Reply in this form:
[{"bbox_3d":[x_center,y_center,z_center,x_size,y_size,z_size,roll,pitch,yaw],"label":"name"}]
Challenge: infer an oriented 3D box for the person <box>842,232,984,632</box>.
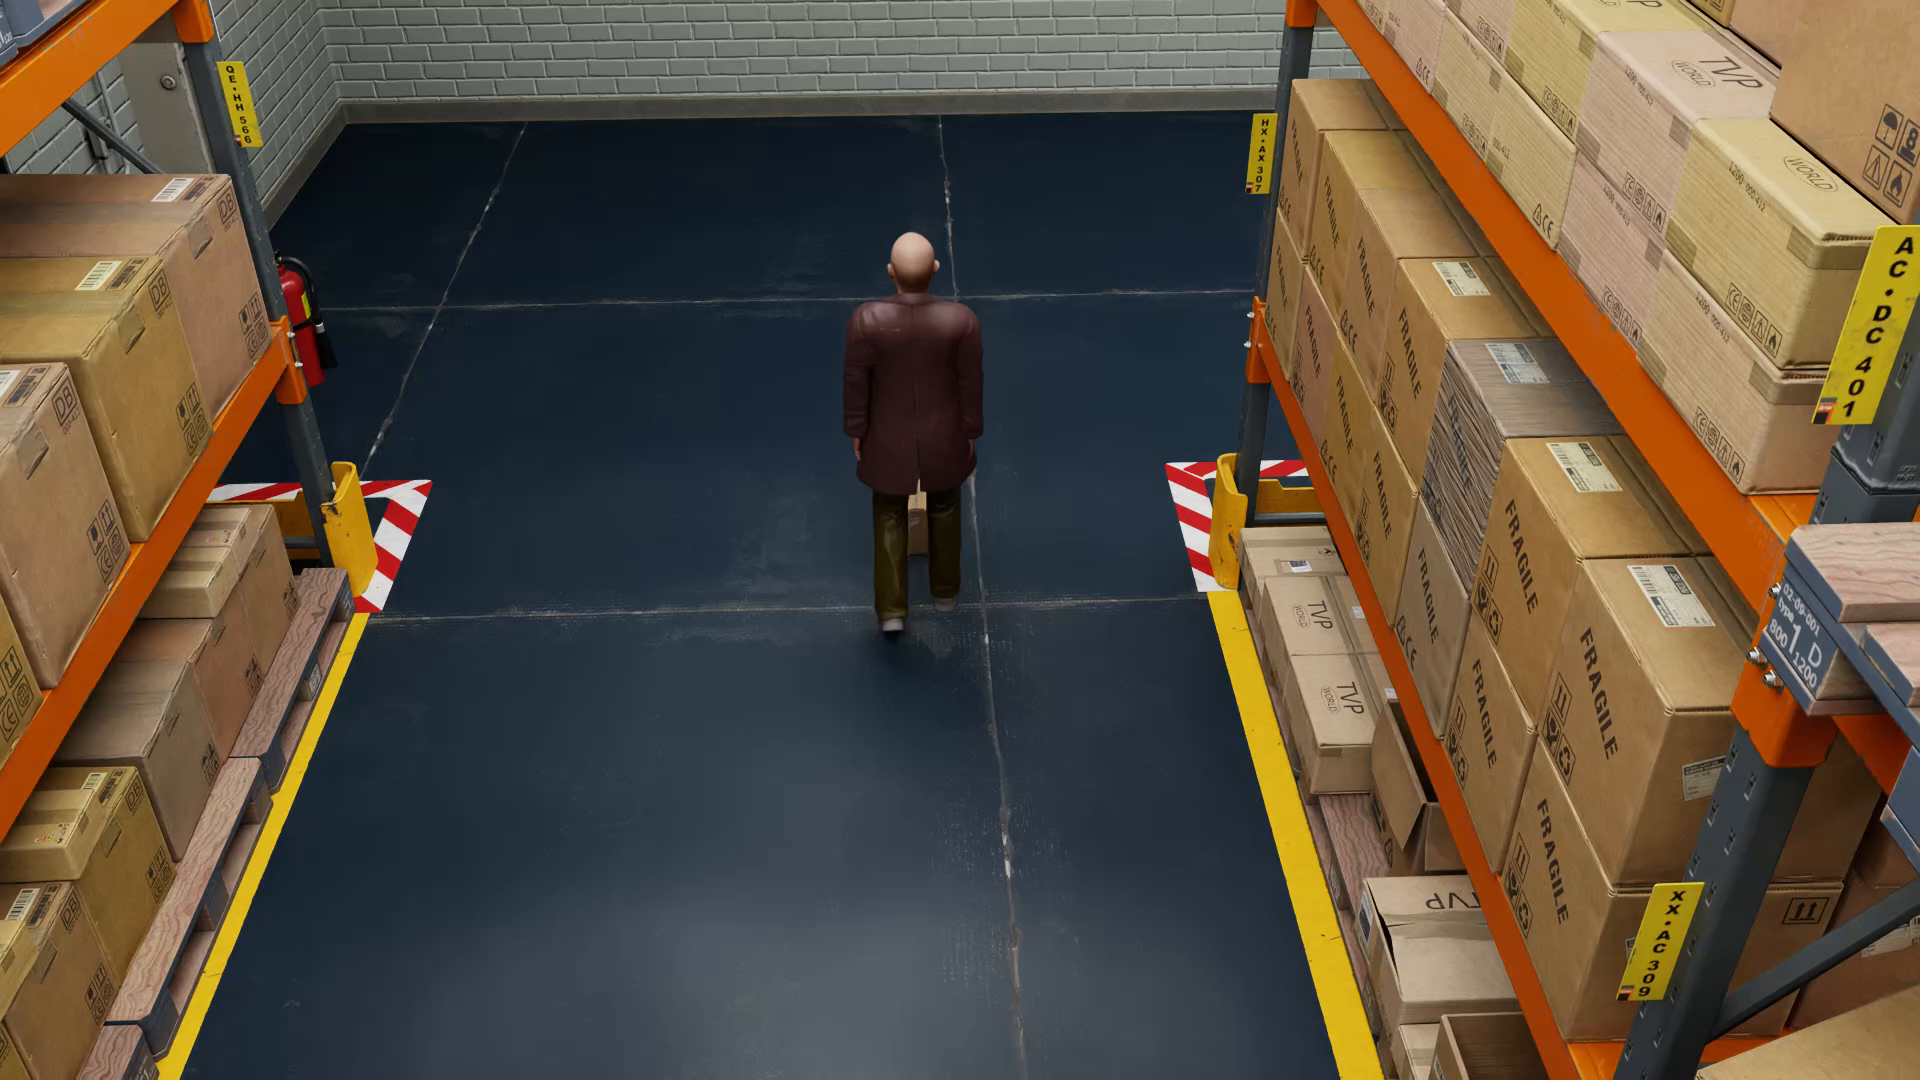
[{"bbox_3d":[-0.191,-0.406,6.828,0.574,1.864,0.602,-1,35,-1],"label":"person"}]
